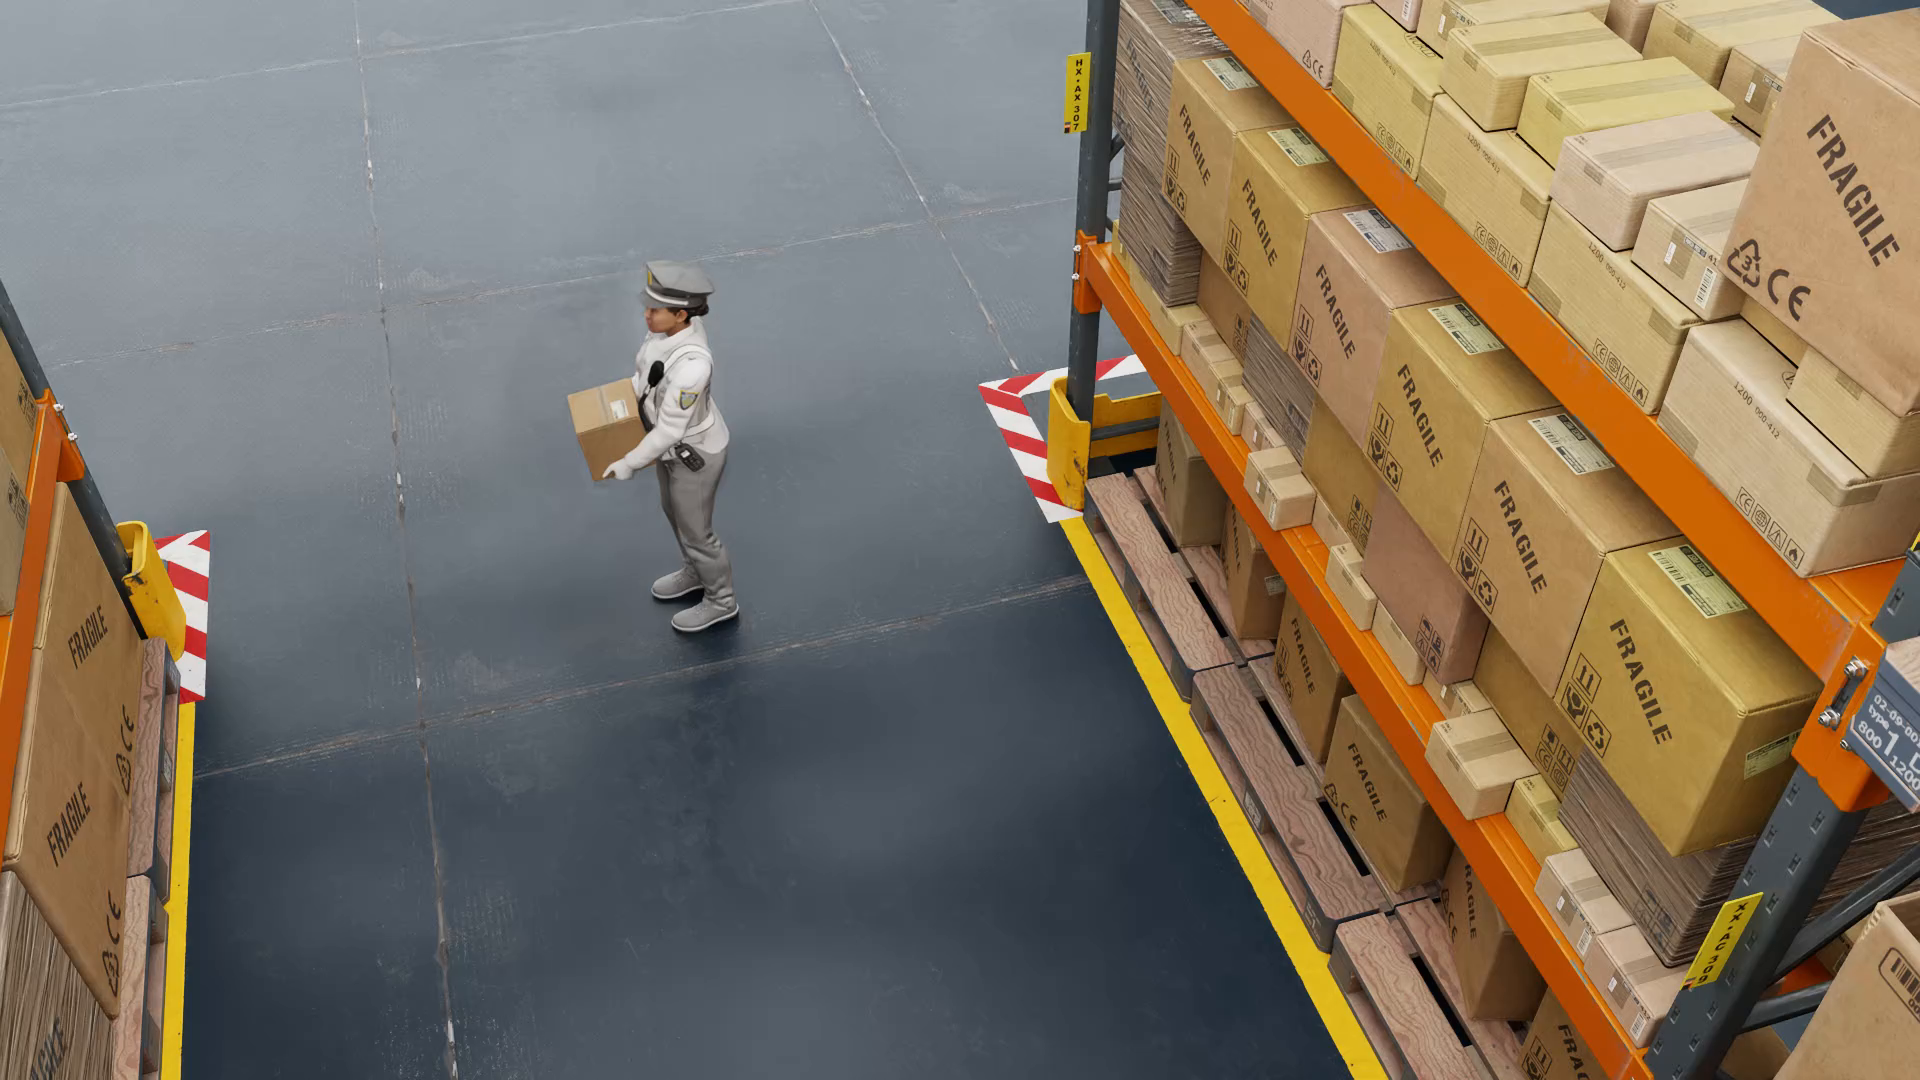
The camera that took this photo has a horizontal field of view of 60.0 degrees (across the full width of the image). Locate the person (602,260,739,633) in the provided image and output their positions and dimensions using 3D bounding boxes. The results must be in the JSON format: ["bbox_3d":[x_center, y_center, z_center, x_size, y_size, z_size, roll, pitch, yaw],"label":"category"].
[{"bbox_3d":[-1.155,-0.349,6.526,0.523,1.691,0.453,-12,44,-13],"label":"person"}]
